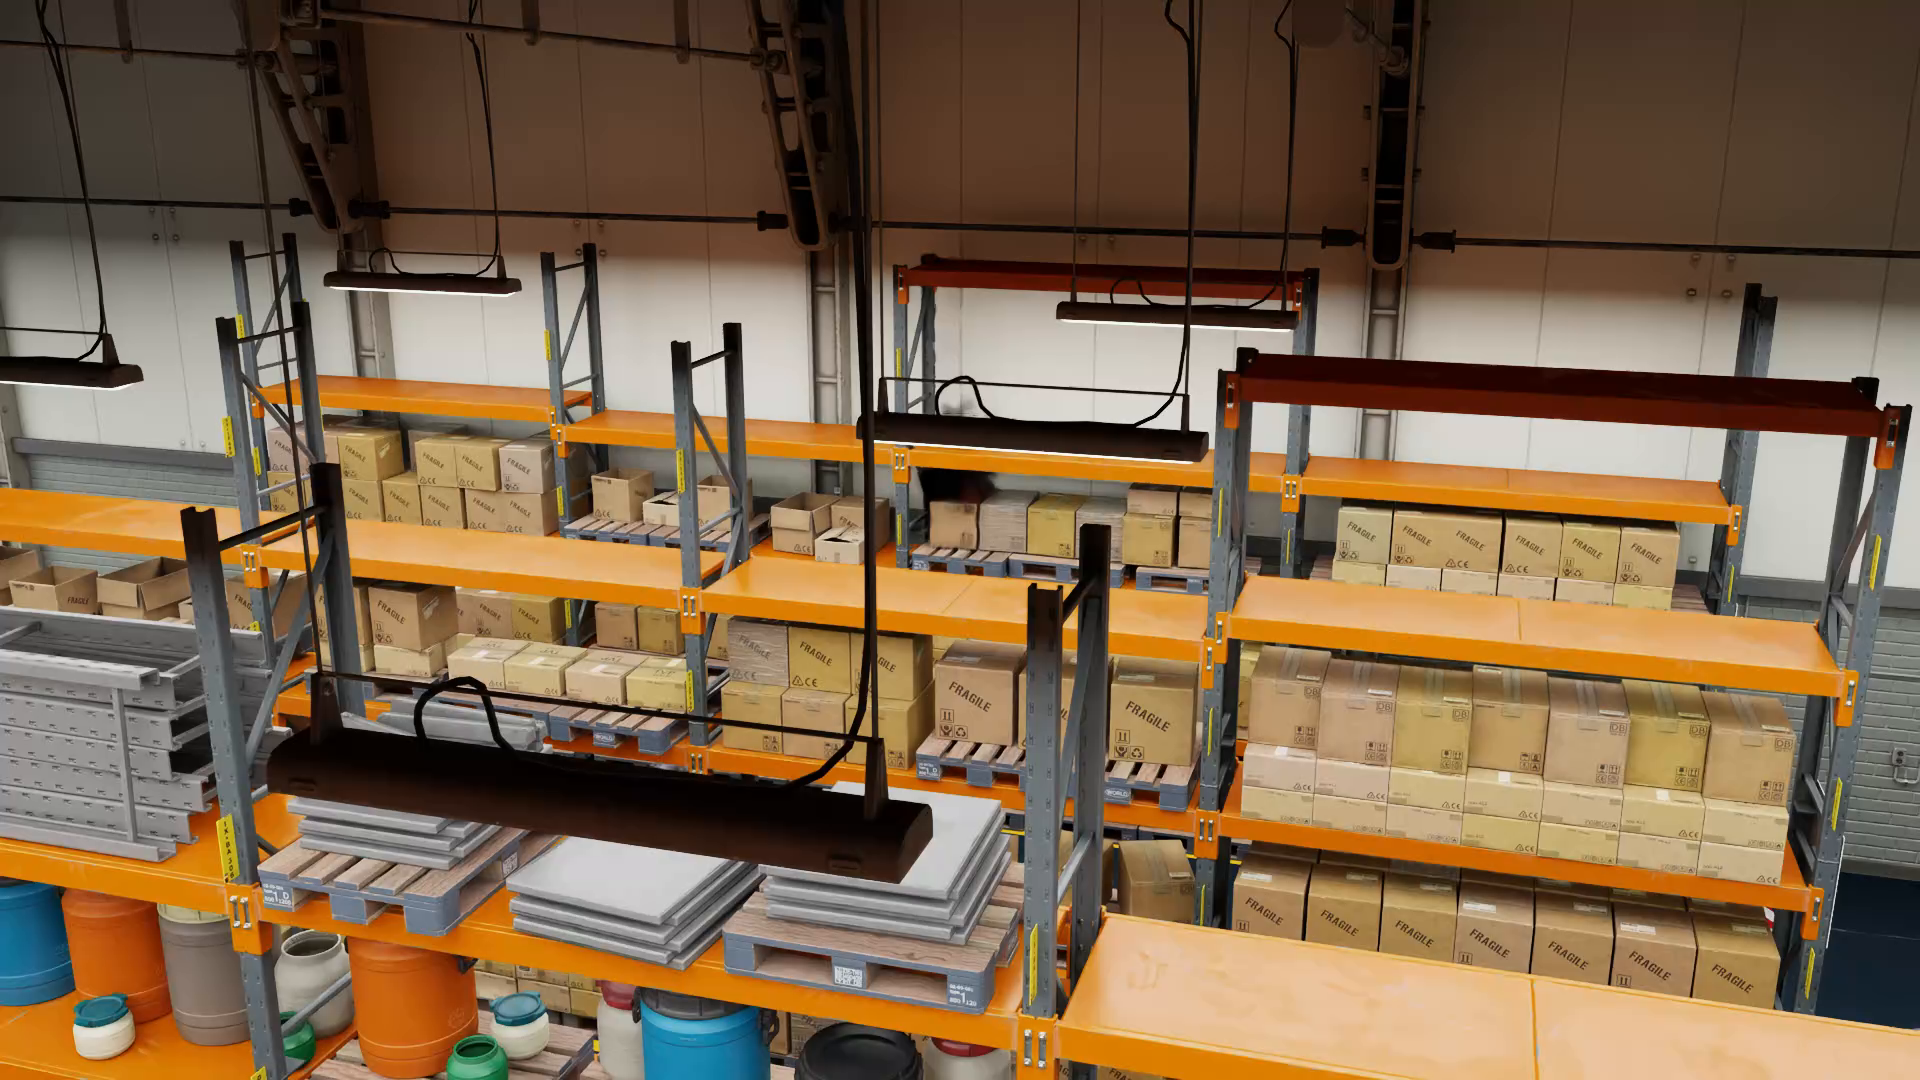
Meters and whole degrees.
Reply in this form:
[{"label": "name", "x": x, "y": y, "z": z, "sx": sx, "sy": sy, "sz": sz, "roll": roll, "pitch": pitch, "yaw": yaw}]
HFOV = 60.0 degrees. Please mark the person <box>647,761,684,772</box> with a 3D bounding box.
[{"label": "person", "x": -2.946, "y": 2.698, "z": 16.516, "sx": 0.580, "sy": 1.595, "sz": 0.608, "roll": 5, "pitch": 17, "yaw": 17}]
